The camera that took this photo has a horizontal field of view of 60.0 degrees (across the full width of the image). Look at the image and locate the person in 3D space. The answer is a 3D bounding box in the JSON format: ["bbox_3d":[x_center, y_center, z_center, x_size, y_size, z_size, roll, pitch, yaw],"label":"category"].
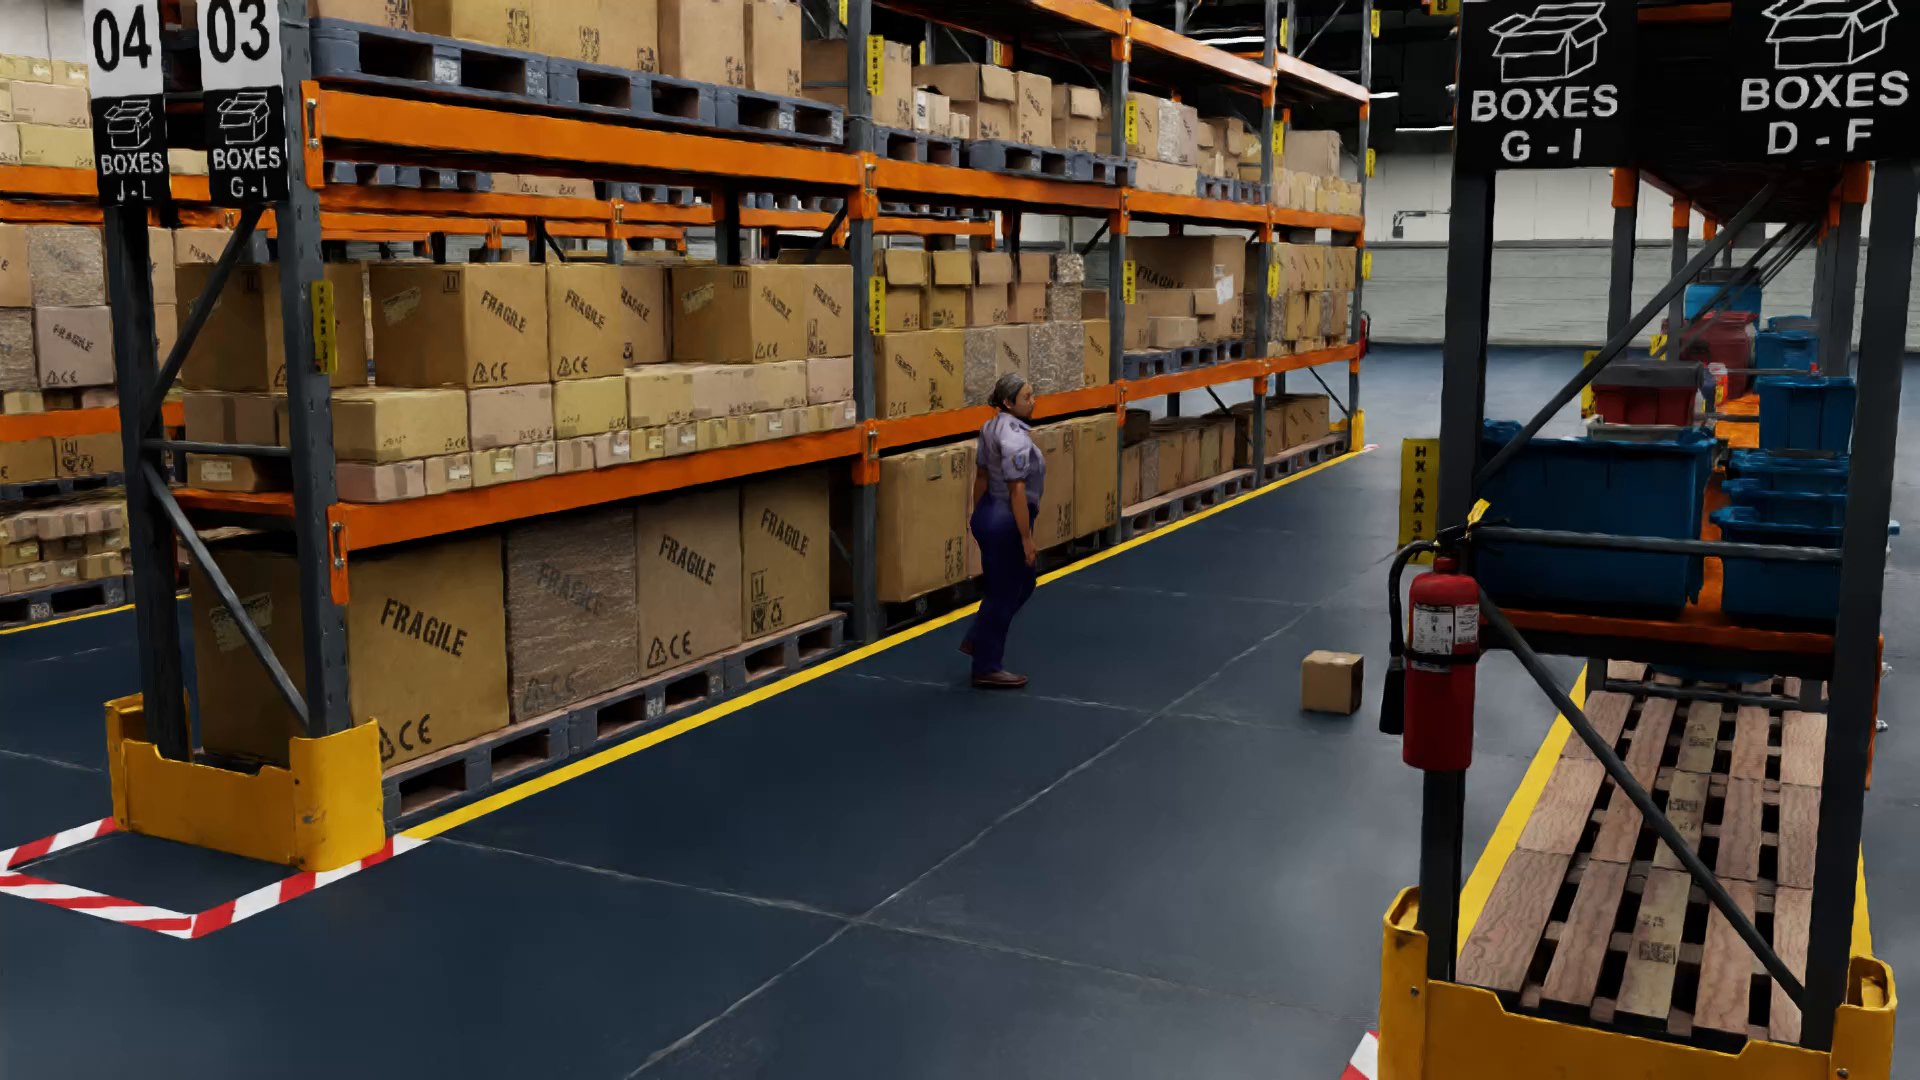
[{"bbox_3d":[0.232,-0.055,8.701,0.424,1.640,0.621,-2,9,-12],"label":"person"}]
